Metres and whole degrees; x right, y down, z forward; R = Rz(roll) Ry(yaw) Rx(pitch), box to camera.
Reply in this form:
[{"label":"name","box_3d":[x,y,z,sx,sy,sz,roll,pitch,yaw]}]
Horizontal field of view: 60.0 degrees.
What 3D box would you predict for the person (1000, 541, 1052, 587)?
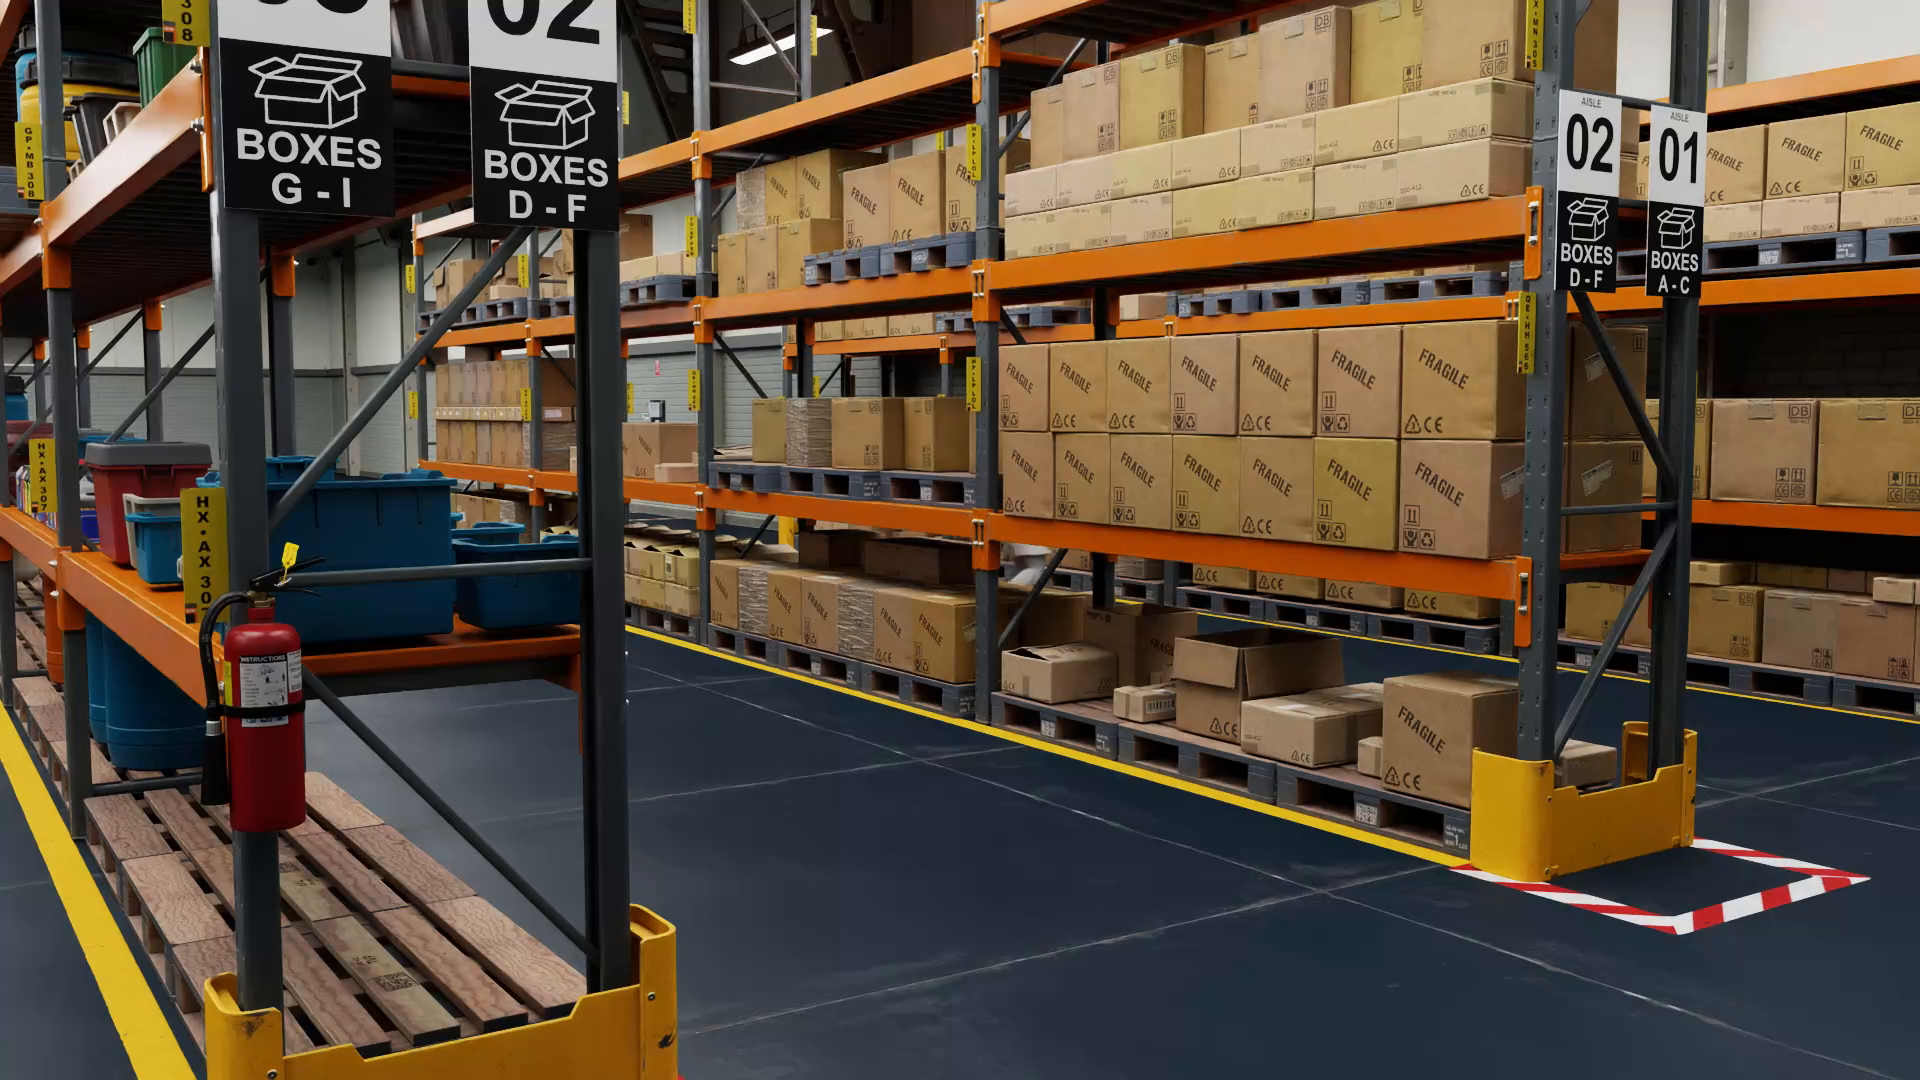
[{"label":"person","box_3d":[0.553,-0.108,14.563,0.589,1.752,0.915,4,6,40]}]
